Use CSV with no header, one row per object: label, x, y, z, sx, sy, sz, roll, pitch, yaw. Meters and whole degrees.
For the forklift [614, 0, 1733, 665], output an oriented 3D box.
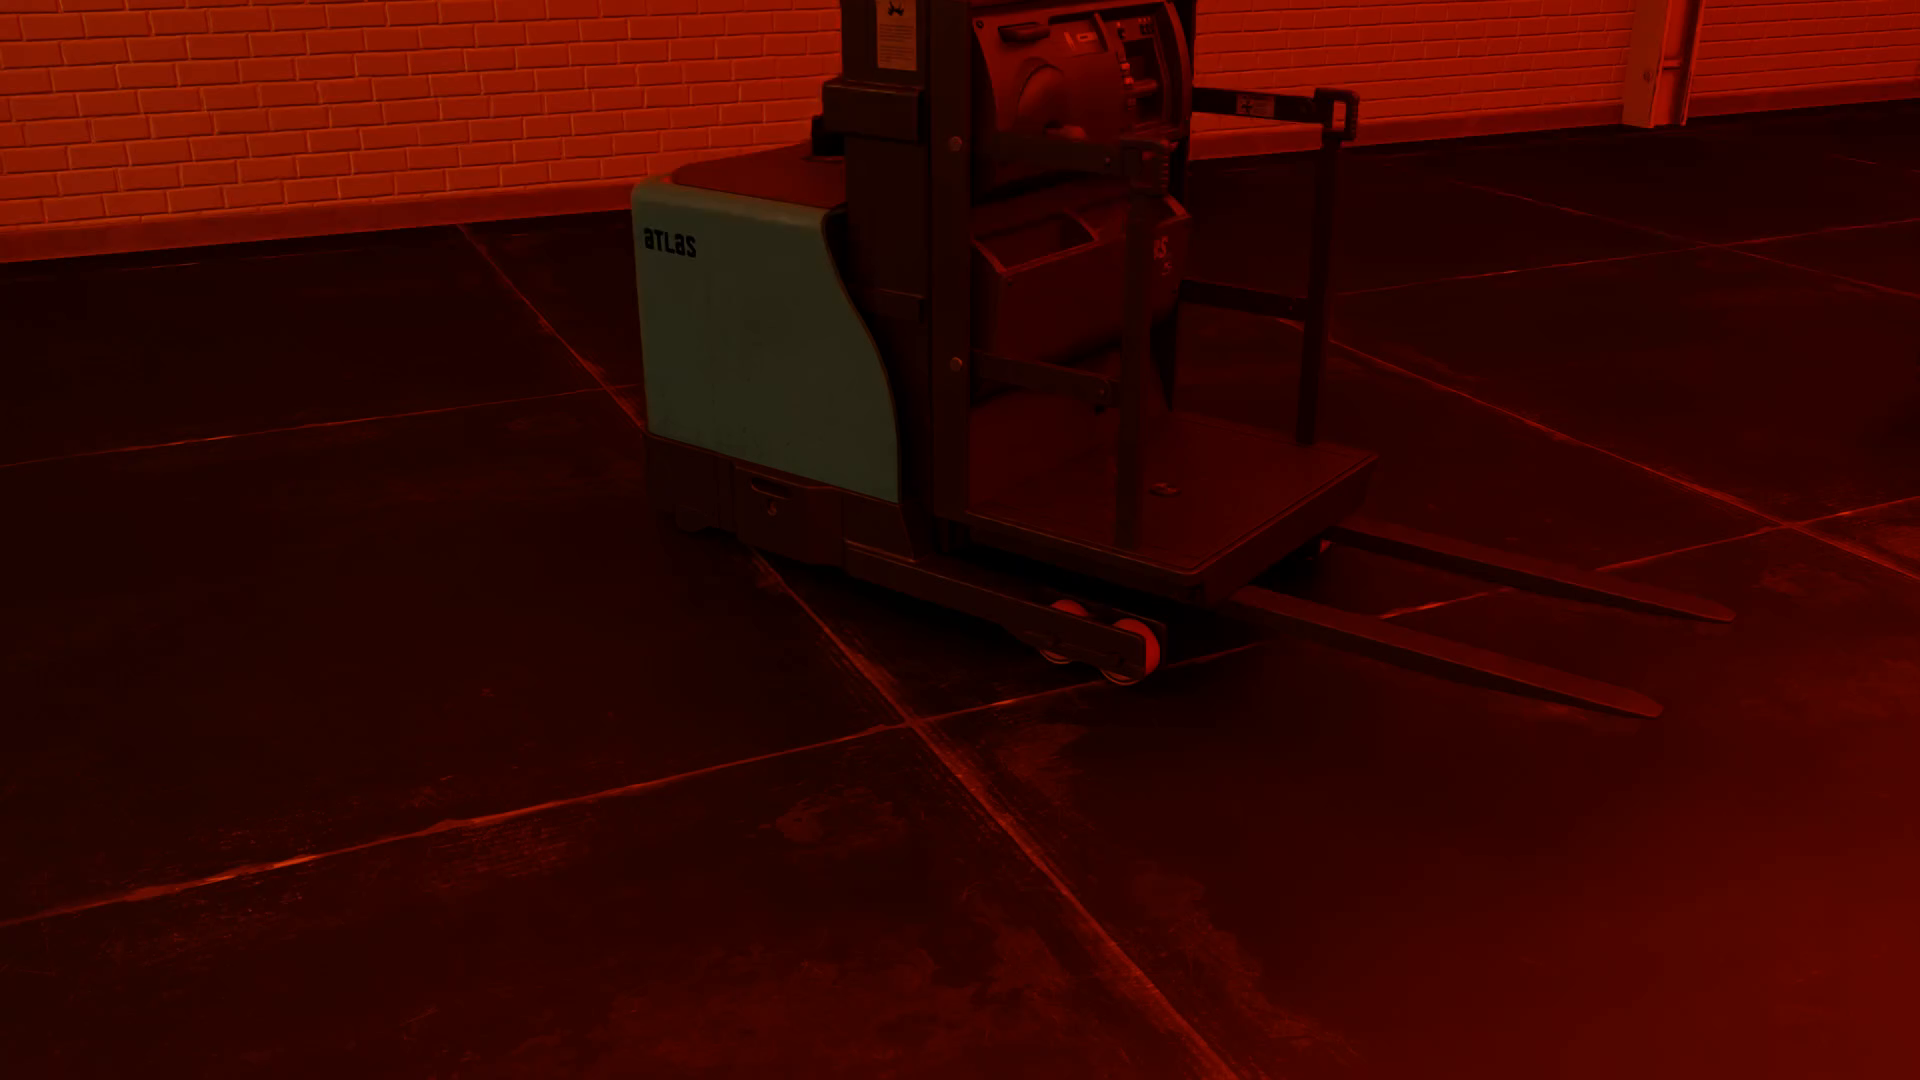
forklift,0.572,-1.260,4.320,3.031,2.935,1.130,10,25,23
